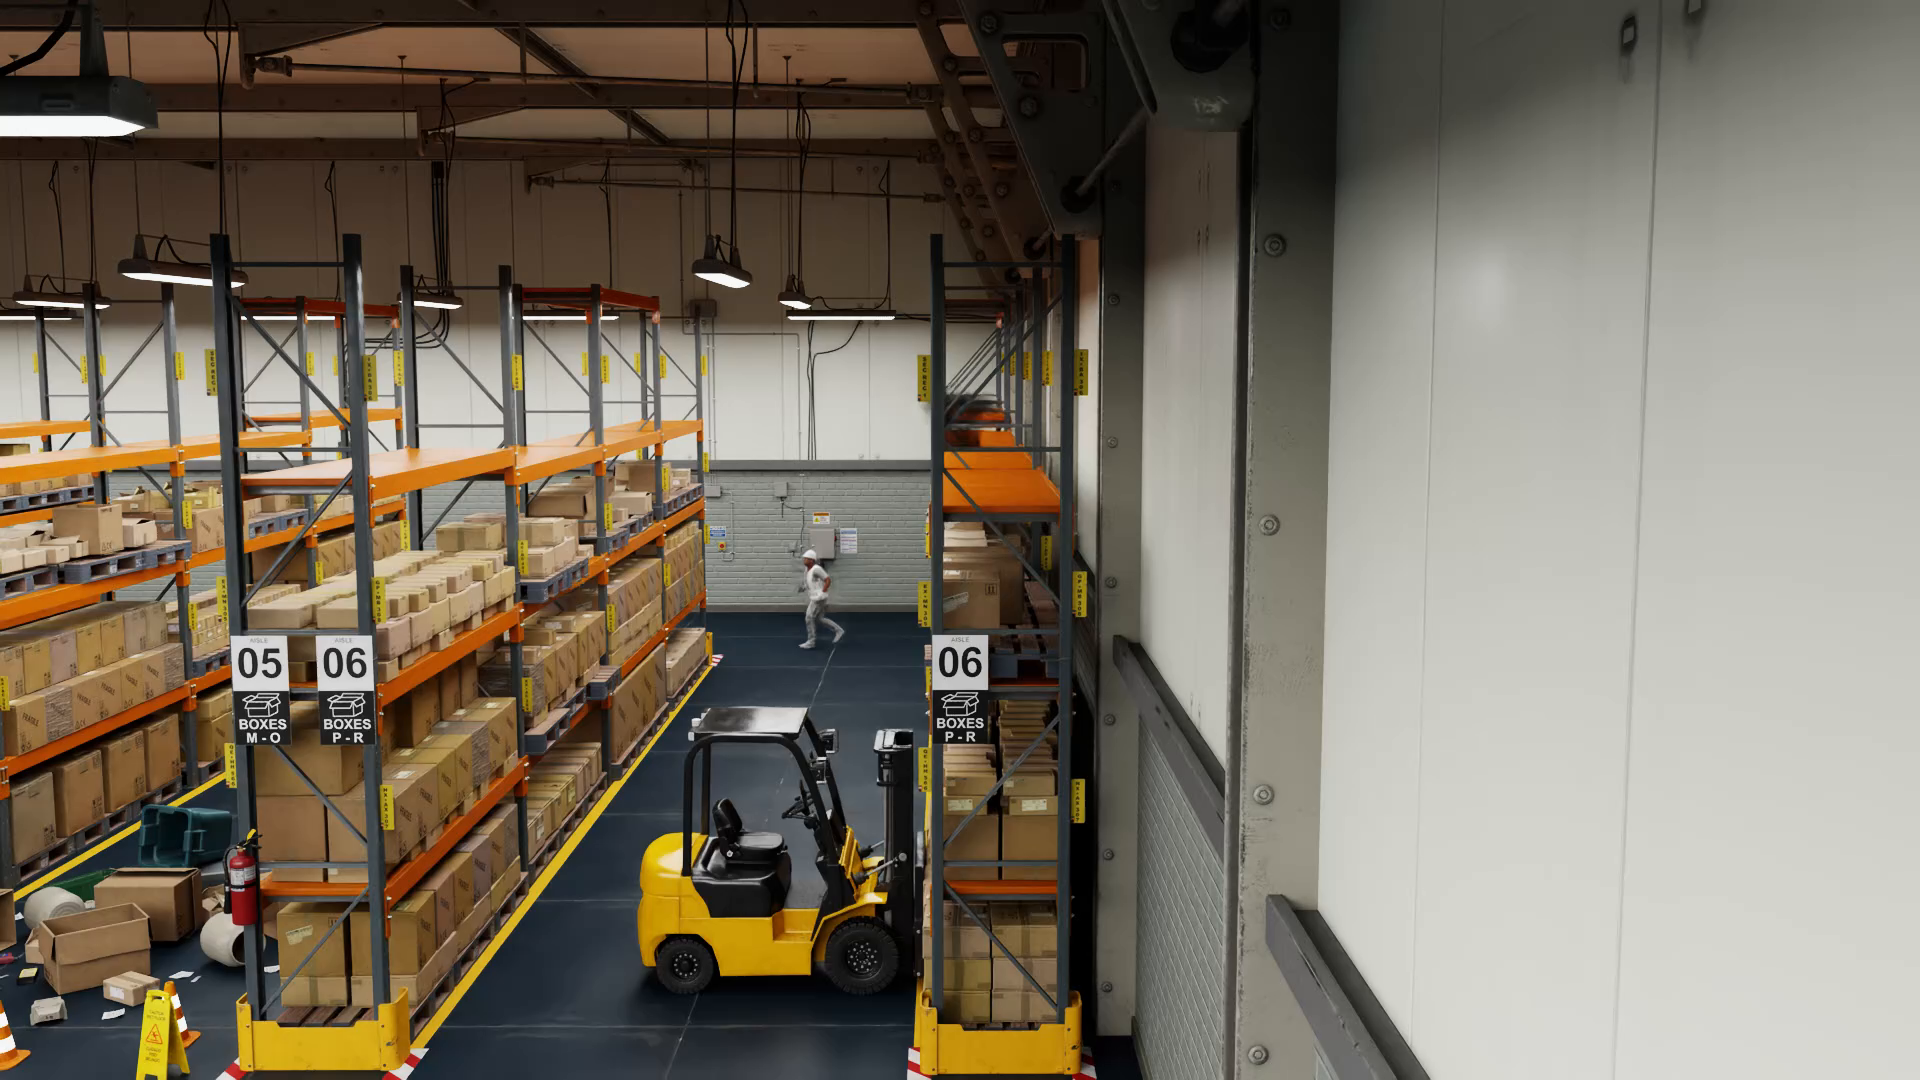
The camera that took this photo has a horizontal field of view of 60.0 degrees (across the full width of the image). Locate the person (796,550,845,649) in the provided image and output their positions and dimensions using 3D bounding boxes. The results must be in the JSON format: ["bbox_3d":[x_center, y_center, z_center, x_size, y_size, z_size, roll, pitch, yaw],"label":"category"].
[{"bbox_3d":[-2.463,1.041,29.562,0.890,1.742,0.687,-2,7,-19],"label":"person"}]
